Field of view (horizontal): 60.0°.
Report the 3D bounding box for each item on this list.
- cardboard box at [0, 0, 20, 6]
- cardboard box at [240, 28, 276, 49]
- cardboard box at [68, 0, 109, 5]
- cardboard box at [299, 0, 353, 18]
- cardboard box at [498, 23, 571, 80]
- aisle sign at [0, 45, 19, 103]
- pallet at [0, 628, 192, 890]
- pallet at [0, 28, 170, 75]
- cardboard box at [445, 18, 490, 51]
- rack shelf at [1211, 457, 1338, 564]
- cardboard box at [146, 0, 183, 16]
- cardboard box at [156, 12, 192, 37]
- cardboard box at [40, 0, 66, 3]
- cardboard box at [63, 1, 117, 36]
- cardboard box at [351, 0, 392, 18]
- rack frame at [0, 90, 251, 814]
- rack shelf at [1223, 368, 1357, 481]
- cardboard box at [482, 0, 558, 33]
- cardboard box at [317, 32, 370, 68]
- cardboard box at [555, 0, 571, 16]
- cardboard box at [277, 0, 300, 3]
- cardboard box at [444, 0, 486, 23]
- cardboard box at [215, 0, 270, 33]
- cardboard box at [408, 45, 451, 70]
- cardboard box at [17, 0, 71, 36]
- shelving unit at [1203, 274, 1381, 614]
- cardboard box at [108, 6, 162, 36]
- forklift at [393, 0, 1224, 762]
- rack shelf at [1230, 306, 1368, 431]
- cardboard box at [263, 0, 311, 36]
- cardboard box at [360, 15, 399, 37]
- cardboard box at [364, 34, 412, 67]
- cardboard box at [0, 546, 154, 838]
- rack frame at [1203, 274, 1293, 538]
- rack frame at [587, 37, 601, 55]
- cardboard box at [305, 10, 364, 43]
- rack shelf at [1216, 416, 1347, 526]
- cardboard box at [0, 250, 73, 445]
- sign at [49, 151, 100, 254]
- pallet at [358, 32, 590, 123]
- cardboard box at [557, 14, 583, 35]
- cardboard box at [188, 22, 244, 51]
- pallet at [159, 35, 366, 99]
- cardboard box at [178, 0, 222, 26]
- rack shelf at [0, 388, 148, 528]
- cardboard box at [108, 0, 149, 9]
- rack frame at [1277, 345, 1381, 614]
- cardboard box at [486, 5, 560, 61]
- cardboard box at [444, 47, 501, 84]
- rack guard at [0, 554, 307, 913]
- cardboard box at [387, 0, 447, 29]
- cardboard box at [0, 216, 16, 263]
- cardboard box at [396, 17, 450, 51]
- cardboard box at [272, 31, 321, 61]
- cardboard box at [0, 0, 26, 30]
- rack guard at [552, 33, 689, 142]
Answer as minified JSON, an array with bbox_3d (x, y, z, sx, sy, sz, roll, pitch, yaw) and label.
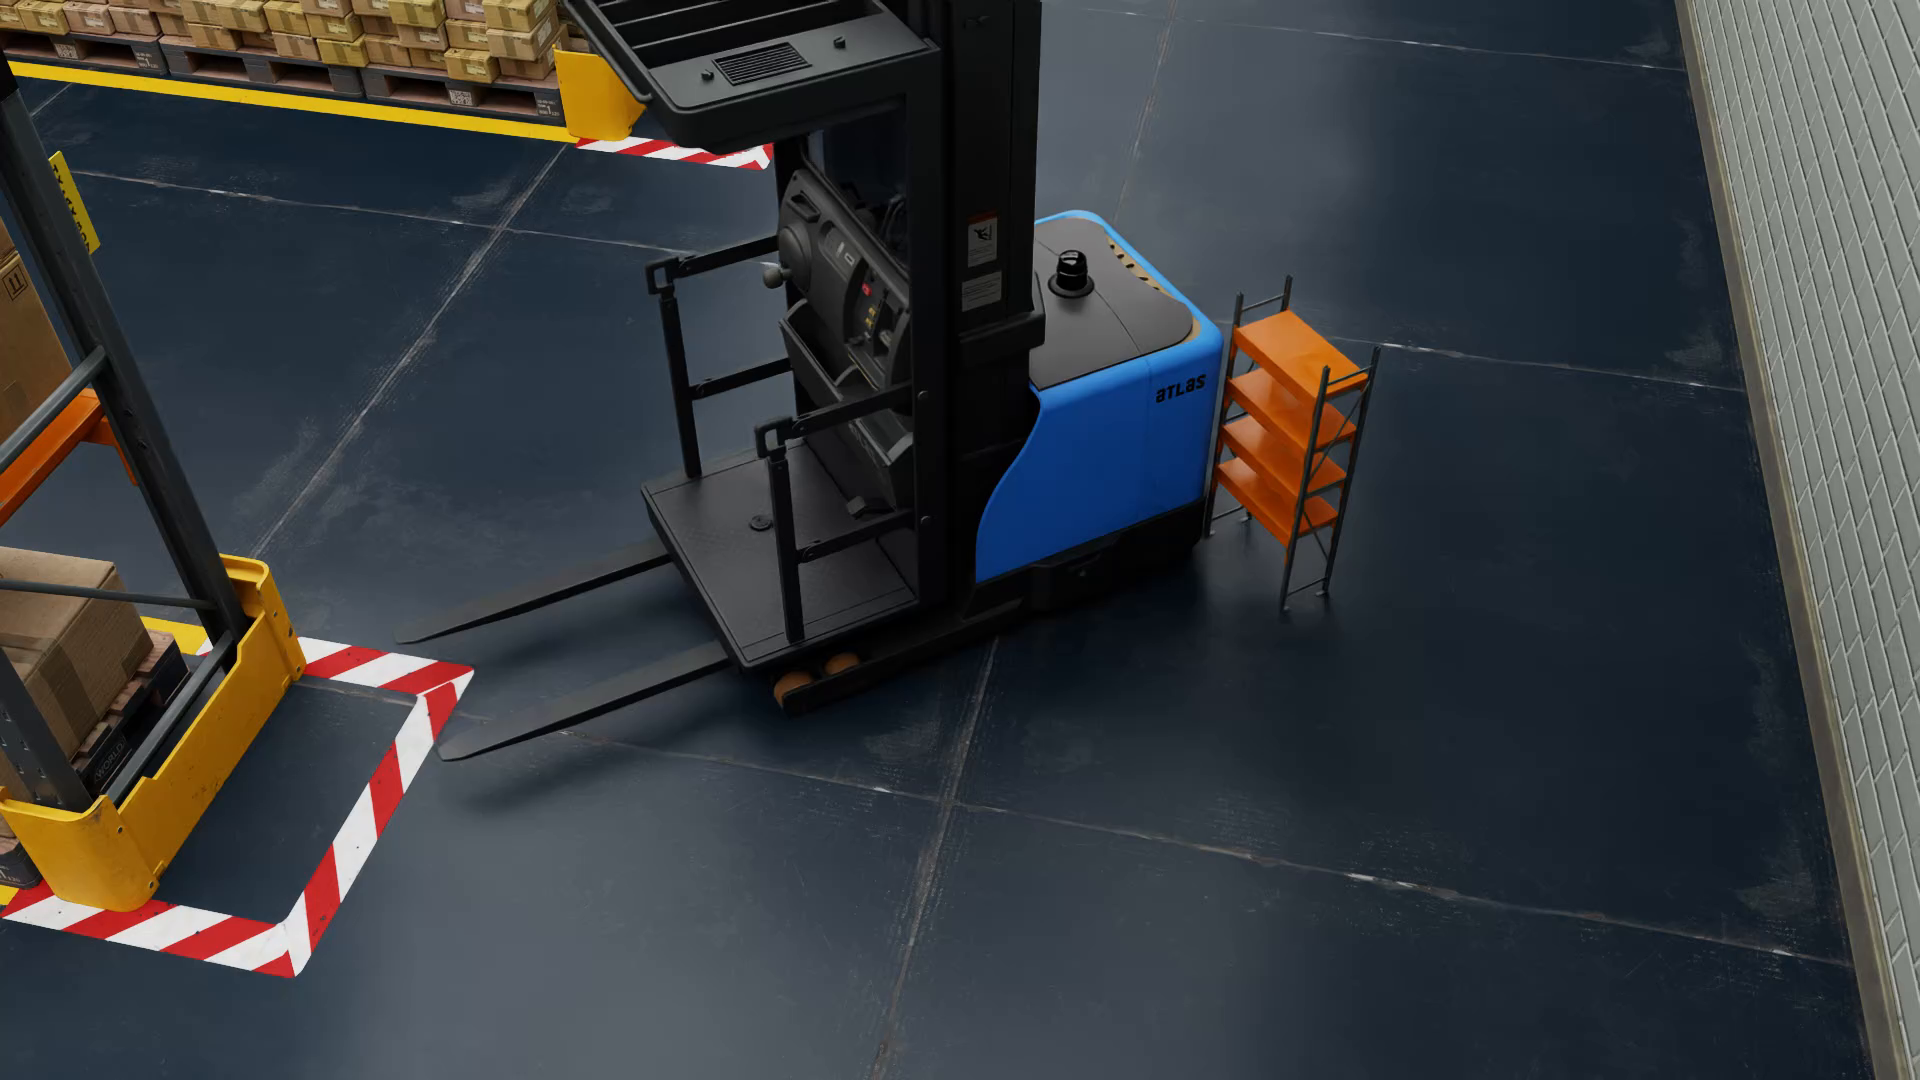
[{"bbox_3d":[-5.401,-3.201,9.451,0.250,0.149,0.380,11,45,11],"label":"cardboard box"},{"bbox_3d":[-3.852,-2.936,9.390,0.250,0.149,0.380,10,45,10],"label":"cardboard box"},{"bbox_3d":[-4.889,-3.211,9.461,0.250,0.149,0.380,9,45,9],"label":"cardboard box"},{"bbox_3d":[-3.380,-2.998,9.026,0.250,0.149,0.380,10,45,11],"label":"cardboard box"},{"bbox_3d":[-2.341,-2.698,9.143,0.250,0.149,0.380,10,45,10],"label":"cardboard box"},{"bbox_3d":[-2.631,-1.392,4.159,0.004,0.787,0.394,9,45,9],"label":"aisle sign"},{"bbox_3d":[-3.561,0.666,5.906,1.213,0.211,1.003,9,45,9],"label":"pallet"},{"bbox_3d":[-5.022,-3.159,9.880,1.213,0.211,1.003,9,45,9],"label":"pallet"},{"bbox_3d":[-2.602,-2.830,9.065,0.250,0.149,0.380,8,44,8],"label":"cardboard box"},{"bbox_3d":[1.217,-0.147,6.421,0.258,0.148,0.480,-21,48,-21],"label":"rack shelf"},{"bbox_3d":[-4.363,-3.111,9.357,0.250,0.149,0.380,11,45,11],"label":"cardboard box"},{"bbox_3d":[-4.358,-3.028,9.486,0.250,0.149,0.380,7,44,7],"label":"cardboard box"},{"bbox_3d":[-5.135,-3.223,9.474,0.250,0.149,0.380,9,45,9],"label":"cardboard box"},{"bbox_3d":[-4.886,-3.050,9.509,0.250,0.149,0.380,9,45,9],"label":"cardboard box"},{"bbox_3d":[-3.106,-2.995,9.022,0.250,0.149,0.380,7,44,7],"label":"cardboard box"},{"bbox_3d":[-2.764,-0.270,4.868,0.127,3.000,1.000,9,45,9],"label":"rack frame"},{"bbox_3d":[1.217,-0.451,6.128,0.258,0.148,0.480,-21,48,-21],"label":"rack shelf"},{"bbox_3d":[-2.354,-2.883,8.906,0.250,0.149,0.380,9,45,10],"label":"cardboard box"},{"bbox_3d":[-3.359,-2.792,9.240,0.250,0.149,0.380,7,44,7],"label":"cardboard box"},{"bbox_3d":[-2.237,-3.120,9.367,0.250,0.149,0.380,11,45,11],"label":"cardboard box"},{"bbox_3d":[-3.613,-3.113,9.145,0.250,0.149,0.380,7,44,8],"label":"cardboard box"},{"bbox_3d":[-2.586,-2.960,8.986,0.250,0.149,0.380,10,45,10],"label":"cardboard box"},{"bbox_3d":[-3.896,-2.975,9.216,0.250,0.149,0.380,9,45,9],"label":"cardboard box"},{"bbox_3d":[-2.853,-2.767,9.215,0.250,0.149,0.380,9,45,9],"label":"cardboard box"},{"bbox_3d":[-5.140,-3.052,9.511,0.250,0.149,0.380,10,45,10],"label":"cardboard box"},{"bbox_3d":[1.217,-0.338,6.236,0.258,1.200,0.503,-21,48,-21],"label":"shelving unit"},{"bbox_3d":[-4.628,-3.045,9.504,0.250,0.149,0.380,8,44,8],"label":"cardboard box"},{"bbox_3d":[-0.577,-0.838,5.508,3.031,2.935,1.130,-20,47,-20],"label":"forklift"},{"bbox_3d":[1.217,-0.621,5.964,0.258,0.148,0.480,-21,48,-21],"label":"rack shelf"},{"bbox_3d":[-3.621,-2.952,9.193,0.250,0.149,0.380,11,45,11],"label":"cardboard box"},{"bbox_3d":[-3.106,-2.941,9.181,0.250,0.149,0.380,8,45,9],"label":"cardboard box"},{"bbox_3d":[-3.097,-2.795,9.244,0.250,0.149,0.380,9,45,9],"label":"cardboard box"},{"bbox_3d":[-3.430,0.469,5.644,0.875,0.438,0.875,7,44,8],"label":"cardboard box"},{"bbox_3d":[1.097,-0.485,6.389,0.240,1.200,0.015,-21,48,-21],"label":"rack frame"},{"bbox_3d":[-1.782,-3.635,8.364,0.127,3.000,1.000,9,45,9],"label":"rack frame"},{"bbox_3d":[-3.375,-2.901,9.139,0.250,0.149,0.380,9,45,10],"label":"cardboard box"},{"bbox_3d":[1.217,-0.290,6.283,0.258,0.148,0.480,-21,48,-21],"label":"rack shelf"},{"bbox_3d":[-3.170,-0.573,5.110,0.500,0.500,0.500,9,45,9],"label":"cardboard box"},{"bbox_3d":[-2.637,-0.985,4.929,0.005,0.325,0.100,9,45,9],"label":"sign"},{"bbox_3d":[-2.641,-2.789,9.496,1.213,0.211,1.003,9,45,9],"label":"pallet"},{"bbox_3d":[-2.223,-3.056,9.515,0.250,0.149,0.380,10,45,10],"label":"cardboard box"},{"bbox_3d":[-4.125,-2.924,9.378,0.250,0.149,0.380,8,44,8],"label":"cardboard box"},{"bbox_3d":[-3.828,-2.975,9.689,1.213,0.211,1.003,9,45,9],"label":"pallet"},{"bbox_3d":[-4.131,-3.029,9.273,0.250,0.149,0.380,9,45,9],"label":"cardboard box"},{"bbox_3d":[-4.716,-0.314,5.432,4.000,0.370,1.077,9,45,9],"label":"rack shelf"},{"bbox_3d":[-4.626,-3.168,9.417,0.250,0.149,0.380,7,44,7],"label":"cardboard box"},{"bbox_3d":[1.338,-0.191,6.083,0.240,1.200,0.015,-21,48,-21],"label":"rack frame"},{"bbox_3d":[-2.359,-2.754,8.986,0.250,0.149,0.380,8,44,8],"label":"cardboard box"},{"bbox_3d":[-2.614,-2.669,9.112,0.250,0.149,0.380,10,45,10],"label":"cardboard box"},{"bbox_3d":[-2.741,0.634,5.731,0.348,0.500,1.175,9,45,9],"label":"rack guard"},{"bbox_3d":[-2.867,-2.913,8.937,0.250,0.149,0.380,8,44,8],"label":"cardboard box"},{"bbox_3d":[-3.170,-0.932,4.762,0.500,0.500,0.500,8,44,8],"label":"cardboard box"},{"bbox_3d":[-2.867,-2.831,9.067,0.250,0.149,0.380,7,44,7],"label":"cardboard box"},{"bbox_3d":[-3.622,-2.847,9.297,0.250,0.149,0.380,10,45,10],"label":"cardboard box"},{"bbox_3d":[-5.400,-3.093,9.553,0.250,0.149,0.380,7,44,7],"label":"cardboard box"},{"bbox_3d":[-1.856,-2.746,9.243,0.348,0.500,1.175,9,45,9],"label":"rack guard"}]
